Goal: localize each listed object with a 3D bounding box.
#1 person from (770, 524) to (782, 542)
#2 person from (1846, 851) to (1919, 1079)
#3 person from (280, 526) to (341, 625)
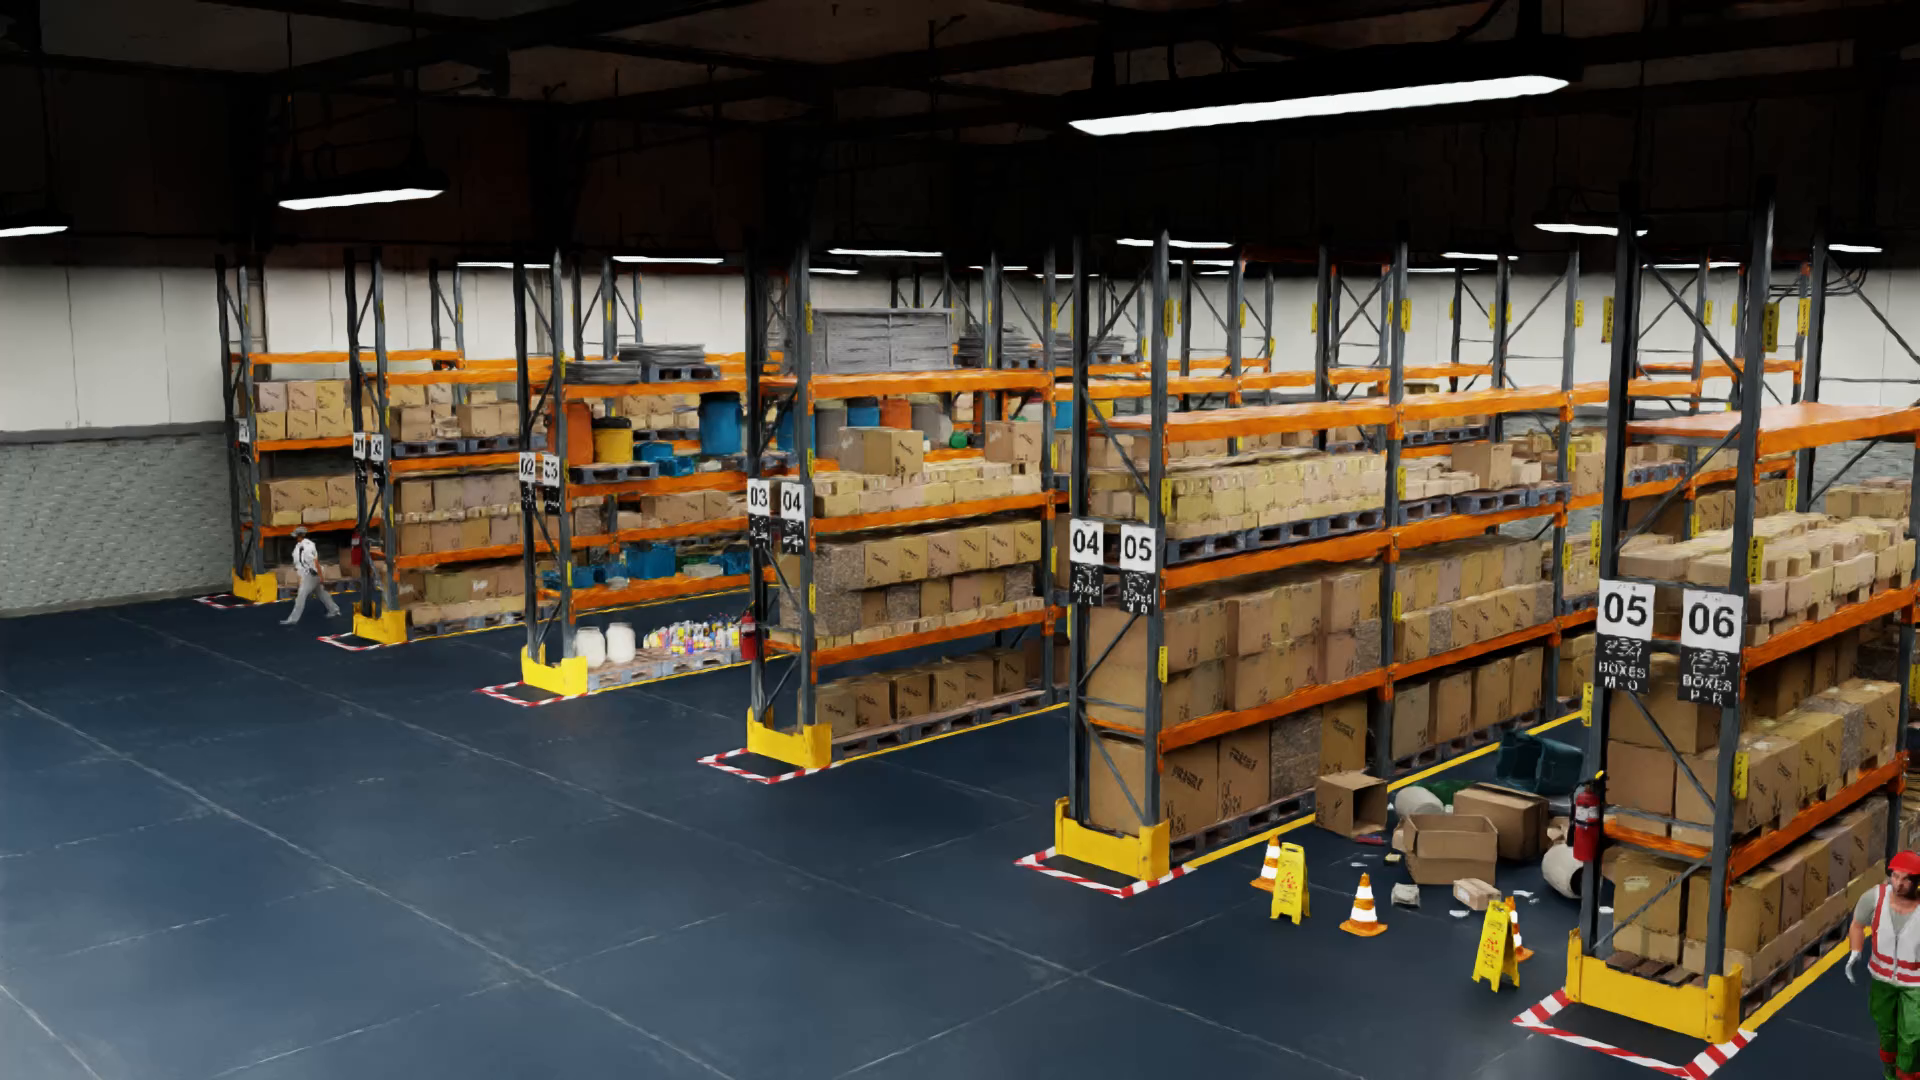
[{"bbox_3d":[-3.718,-0.462,33.780,0.856,1.695,0.734,-7,10,-39],"label":"person"},{"bbox_3d":[6.039,2.818,10.615,0.680,1.750,0.711,-7,11,-40],"label":"person"},{"bbox_3d":[-10.623,0.547,27.036,1.070,1.583,0.497,-7,11,-42],"label":"person"}]
